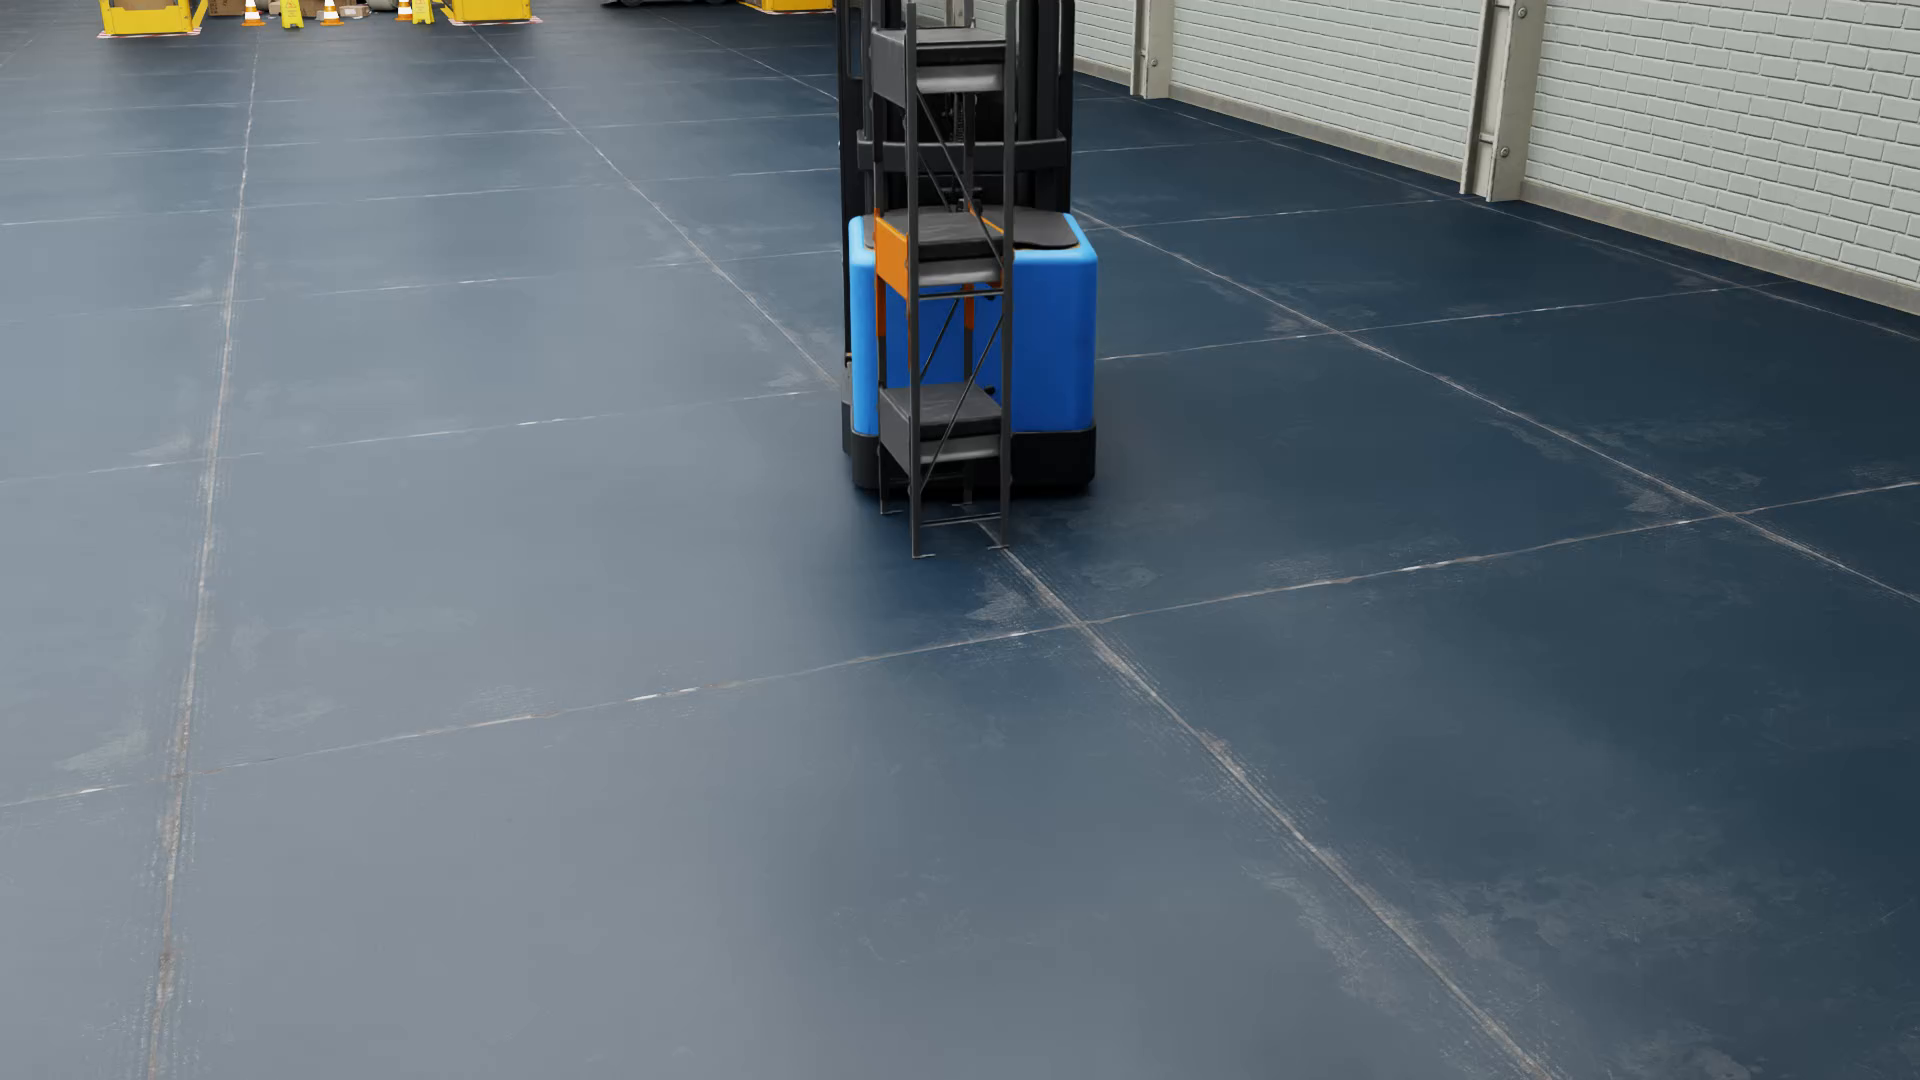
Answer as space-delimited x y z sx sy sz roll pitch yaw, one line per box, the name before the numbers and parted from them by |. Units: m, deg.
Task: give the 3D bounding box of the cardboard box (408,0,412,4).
cardboard box | -9.677 -9.334 28.248 0.500 0.500 0.500 8 24 18

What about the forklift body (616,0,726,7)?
forklift body | -5.103 -10.337 28.506 2.313 2.155 1.214 -8 24 -19

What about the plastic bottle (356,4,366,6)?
plastic bottle | -10.081 -8.980 27.977 0.133 0.061 0.283 -4 23 -10

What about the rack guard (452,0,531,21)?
rack guard | -7.396 -8.483 26.232 1.175 0.500 0.348 -8 24 -19

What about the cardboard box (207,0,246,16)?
cardboard box | -11.869 -8.771 26.912 0.500 0.500 0.500 -4 23 -10

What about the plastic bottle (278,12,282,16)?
plastic bottle | -10.871 -8.459 26.741 0.133 0.061 0.283 -18 29 -37

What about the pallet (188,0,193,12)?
pallet | -13.182 -8.773 27.292 1.003 0.211 1.213 -8 24 -19

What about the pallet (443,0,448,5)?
pallet | -8.512 -9.536 29.104 1.003 0.211 1.213 -8 24 -19

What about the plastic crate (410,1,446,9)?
plastic crate | -8.995 -9.032 28.076 0.402 0.080 0.583 -18 29 -37

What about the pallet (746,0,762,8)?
pallet | -3.036 -9.277 28.488 1.003 0.211 1.213 -8 24 -19

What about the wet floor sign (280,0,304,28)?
wet floor sign | -10.102 -8.067 25.060 0.267 0.644 0.232 -13 26 -28

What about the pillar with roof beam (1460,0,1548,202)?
pillar with roof beam | 0.202 -6.300 10.110 9.100 9.000 0.400 -8 24 -19

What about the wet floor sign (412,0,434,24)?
wet floor sign | -8.303 -8.306 25.627 0.267 0.644 0.232 0 23 -1

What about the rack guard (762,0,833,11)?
rack guard | -2.718 -9.129 27.765 1.175 0.500 0.348 -8 24 -19

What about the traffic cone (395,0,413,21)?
traffic cone | -8.728 -8.417 26.125 0.336 0.463 0.334 -8 24 -19

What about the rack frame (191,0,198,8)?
rack frame | -13.377 -10.345 27.431 1.000 3.000 0.127 -8 24 -19

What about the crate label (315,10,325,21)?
crate label | -9.982 -8.268 26.191 0.298 0.136 0.250 18 29 36

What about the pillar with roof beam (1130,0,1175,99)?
pillar with roof beam | -1.918 -8.480 15.283 9.100 9.000 0.400 -8 24 -19

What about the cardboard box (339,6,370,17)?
cardboard box | -9.722 -8.492 26.707 0.380 0.149 0.250 4 23 9

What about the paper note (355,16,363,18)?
paper note | -9.565 -8.309 26.425 0.148 0.019 0.142 -18 29 -37

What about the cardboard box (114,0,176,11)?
cardboard box | -12.266 -8.343 24.877 0.875 0.875 0.875 -8 24 -19

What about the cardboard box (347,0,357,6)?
cardboard box | -10.502 -9.210 28.260 0.396 0.266 0.258 12 26 27

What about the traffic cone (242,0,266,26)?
traffic cone | -10.823 -8.110 25.396 0.336 0.463 0.334 -8 24 -19

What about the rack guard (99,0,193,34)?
rack guard | -11.956 -7.731 24.448 1.175 0.500 0.348 -8 24 -19

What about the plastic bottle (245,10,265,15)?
plastic bottle | -11.410 -8.532 26.913 0.283 0.061 0.133 -18 29 -37

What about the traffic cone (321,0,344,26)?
traffic cone | -9.646 -8.141 25.470 0.336 0.463 0.334 -8 24 -19

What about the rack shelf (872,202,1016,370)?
rack shelf | -0.068 -0.990 6.431 0.431 0.518 0.480 -7 24 -16

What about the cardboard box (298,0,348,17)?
cardboard box | -10.358 -8.748 26.856 0.637 0.503 0.797 12 26 27

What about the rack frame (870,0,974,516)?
rack frame | -0.141 -1.093 6.641 0.400 2.100 0.015 -7 24 -16

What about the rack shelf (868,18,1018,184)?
rack shelf | -0.068 -1.635 6.159 0.431 0.518 0.480 -7 24 -16

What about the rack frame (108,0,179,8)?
rack frame | -11.964 -8.891 23.983 1.000 3.000 0.127 -8 24 -19

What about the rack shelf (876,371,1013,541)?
rack shelf | -0.068 -0.345 6.703 0.431 0.518 0.480 -7 24 -16

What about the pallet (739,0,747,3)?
pallet | -3.463 -9.719 29.538 1.003 0.211 1.213 -8 24 -19

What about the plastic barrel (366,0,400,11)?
plastic barrel | -9.515 -8.963 27.470 0.512 0.421 0.421 8 24 18

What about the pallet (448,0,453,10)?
pallet | -8.077 -9.092 28.050 1.003 0.211 1.213 -8 24 -19

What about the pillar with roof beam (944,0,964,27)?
pillar with roof beam | -4.037 -10.660 20.455 9.100 9.000 0.400 -8 24 -19

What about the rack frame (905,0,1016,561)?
rack frame | 0.004 -0.912 6.211 0.400 2.100 0.015 -7 24 -16

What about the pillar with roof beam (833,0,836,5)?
pillar with roof beam | -6.157 -12.840 25.628 9.100 9.000 0.400 -8 24 -19

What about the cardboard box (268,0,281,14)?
cardboard box | -11.047 -8.713 27.080 0.396 0.266 0.258 -4 23 -10

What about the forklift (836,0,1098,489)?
forklift | -0.039 -2.097 7.952 1.130 2.935 3.031 -2 23 -4

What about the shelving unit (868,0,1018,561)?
shelving unit | -0.068 -1.003 6.426 0.431 2.100 0.503 -7 24 -16

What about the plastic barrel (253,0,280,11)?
plastic barrel | -11.541 -8.956 27.453 0.512 0.421 0.421 8 24 18
